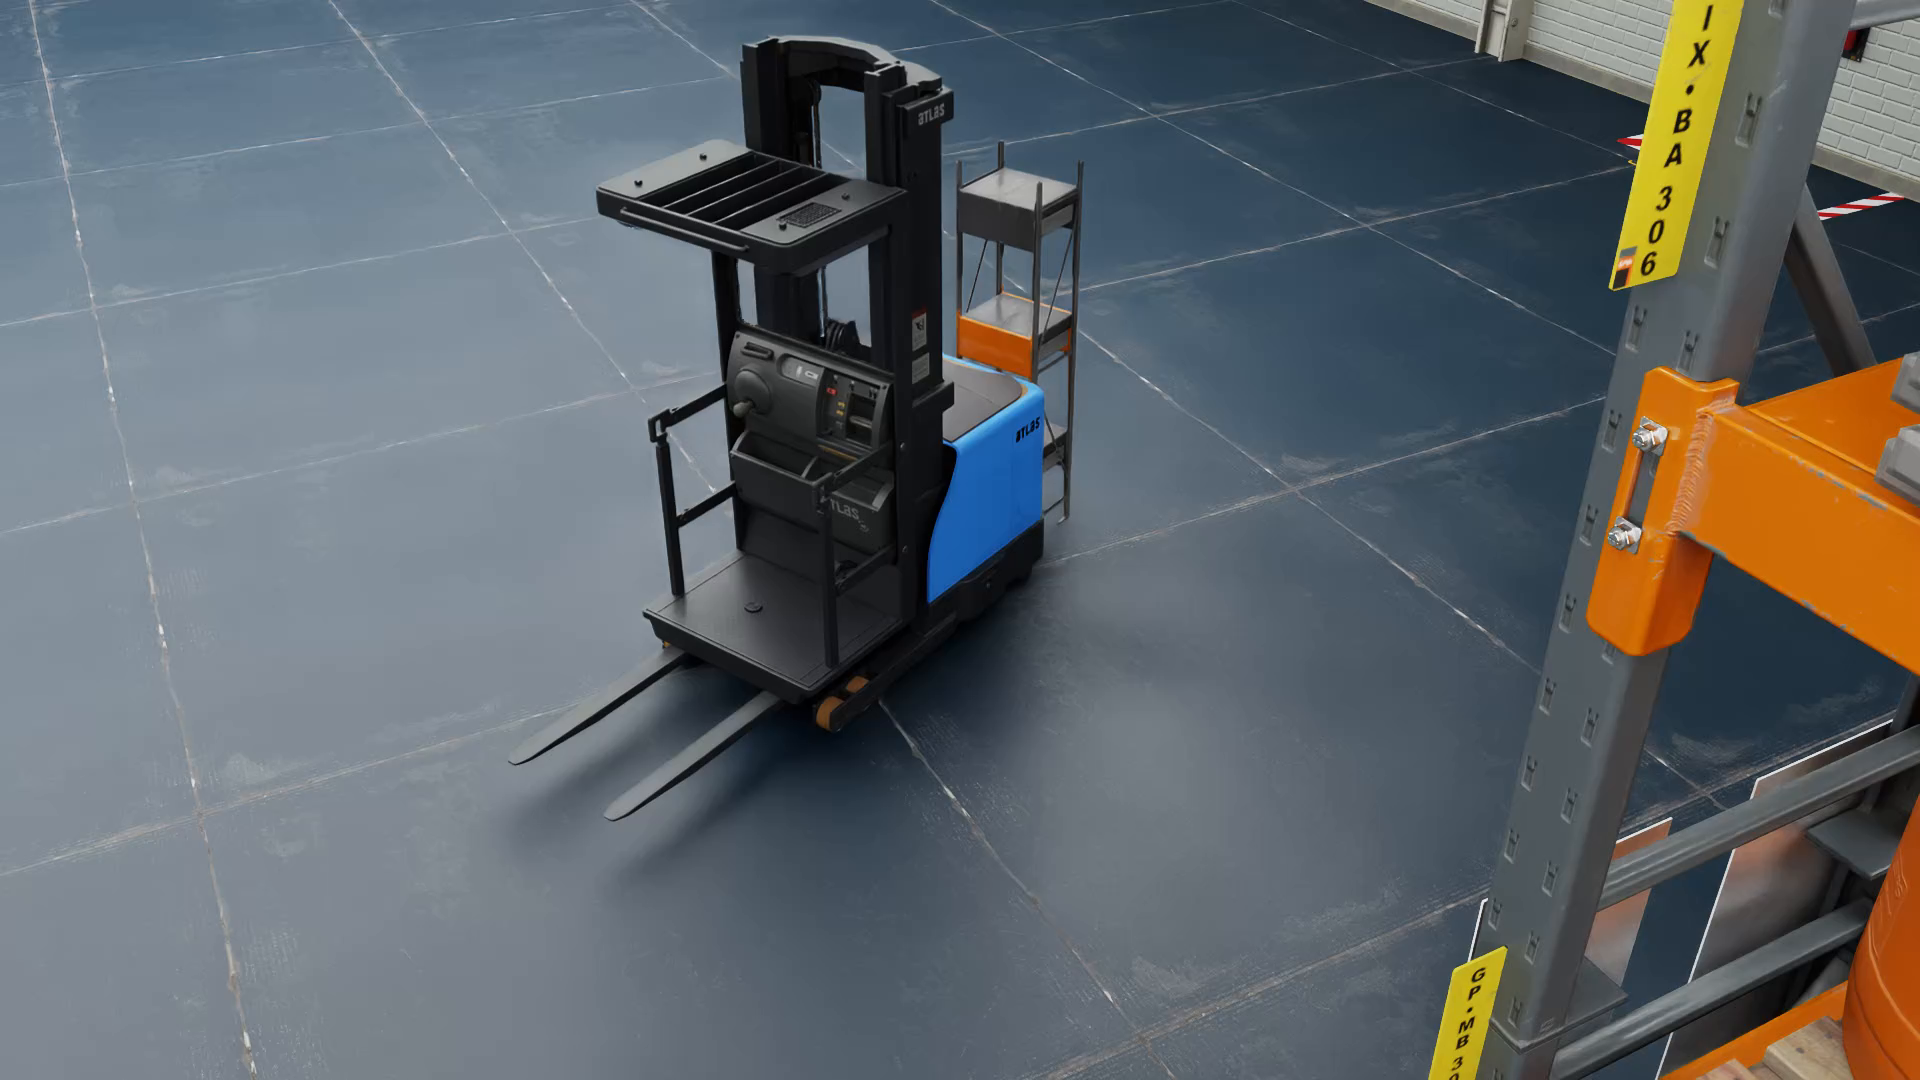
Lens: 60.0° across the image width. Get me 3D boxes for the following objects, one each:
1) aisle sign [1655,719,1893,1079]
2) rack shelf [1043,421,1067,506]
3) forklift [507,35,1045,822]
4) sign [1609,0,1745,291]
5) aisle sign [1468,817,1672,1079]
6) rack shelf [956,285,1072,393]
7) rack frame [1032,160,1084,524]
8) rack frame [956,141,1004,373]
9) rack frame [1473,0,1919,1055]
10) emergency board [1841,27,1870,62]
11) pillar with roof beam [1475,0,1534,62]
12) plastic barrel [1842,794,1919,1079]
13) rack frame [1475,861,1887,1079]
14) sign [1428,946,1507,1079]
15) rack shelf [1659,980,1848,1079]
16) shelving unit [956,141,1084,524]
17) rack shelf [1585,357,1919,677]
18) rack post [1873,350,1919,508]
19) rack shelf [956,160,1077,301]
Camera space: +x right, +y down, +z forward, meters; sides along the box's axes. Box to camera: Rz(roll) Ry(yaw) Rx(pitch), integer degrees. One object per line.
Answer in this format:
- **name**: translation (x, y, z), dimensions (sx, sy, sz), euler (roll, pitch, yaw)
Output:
- **aisle sign**: translation (1.478, 0.674, 3.007), dimensions (0.394, 0.787, 0.004), euler (-16, 36, -23)
- **rack shelf**: translation (0.299, -0.408, 9.263), dimensions (0.480, 0.518, 0.431), euler (22, 39, 30)
- **forklift**: translation (-0.830, -0.628, 7.513), dimensions (1.130, 2.935, 3.031), euler (22, 39, 30)
- **sign**: translation (0.760, -0.424, 1.764), dimensions (0.100, 0.325, 0.005), euler (-16, 36, -23)
- **aisle sign**: translation (0.956, 0.822, 2.776), dimensions (0.394, 0.787, 0.004), euler (-16, 36, -23)
- **rack shelf**: translation (0.299, -0.998, 8.886), dimensions (0.480, 0.518, 0.431), euler (22, 39, 30)
- **rack frame**: translation (0.495, -0.931, 8.757), dimensions (0.015, 2.100, 0.400), euler (22, 39, 30)
- **rack frame**: translation (0.102, -1.087, 9.000), dimensions (0.015, 2.100, 0.400), euler (22, 39, 30)
- **rack frame**: translation (1.249, -0.648, 1.920), dimensions (1.000, 3.000, 0.127), euler (-16, 36, -23)
- **emergency board**: translation (7.189, -4.550, 13.571), dimensions (0.194, 1.169, 0.643), euler (-16, 36, -23)
- **pillar with roof beam**: translation (1.701, -7.668, 12.876), dimensions (9.100, 9.000, 0.400), euler (-16, 36, -23)
- **plastic barrel**: translation (1.588, 0.457, 2.188), dimensions (0.600, 0.830, 0.708), euler (-16, 36, -23)
- **rack frame**: translation (1.249, 1.878, 3.539), dimensions (1.000, 3.000, 0.127), euler (-16, 36, -23)
- **sign**: translation (0.760, 0.747, 2.514), dimensions (0.100, 0.325, 0.005), euler (-16, 36, -23)
- **rack shelf**: translation (2.181, 1.872, 1.434), dimensions (1.077, 0.370, 4.000), euler (-16, 36, -23)
- **shelving unit**: translation (0.299, -1.009, 8.878), dimensions (0.503, 2.100, 0.431), euler (22, 39, 30)
- **rack shelf**: translation (2.181, 0.777, 0.732), dimensions (1.077, 0.370, 4.000), euler (-16, 36, -23)
- **rack post**: translation (1.489, -0.045, 1.442), dimensions (0.937, 0.300, 0.954), euler (-12, 35, -18)
- **rack shelf**: translation (0.299, -1.587, 8.508), dimensions (0.480, 0.518, 0.431), euler (22, 39, 30)
